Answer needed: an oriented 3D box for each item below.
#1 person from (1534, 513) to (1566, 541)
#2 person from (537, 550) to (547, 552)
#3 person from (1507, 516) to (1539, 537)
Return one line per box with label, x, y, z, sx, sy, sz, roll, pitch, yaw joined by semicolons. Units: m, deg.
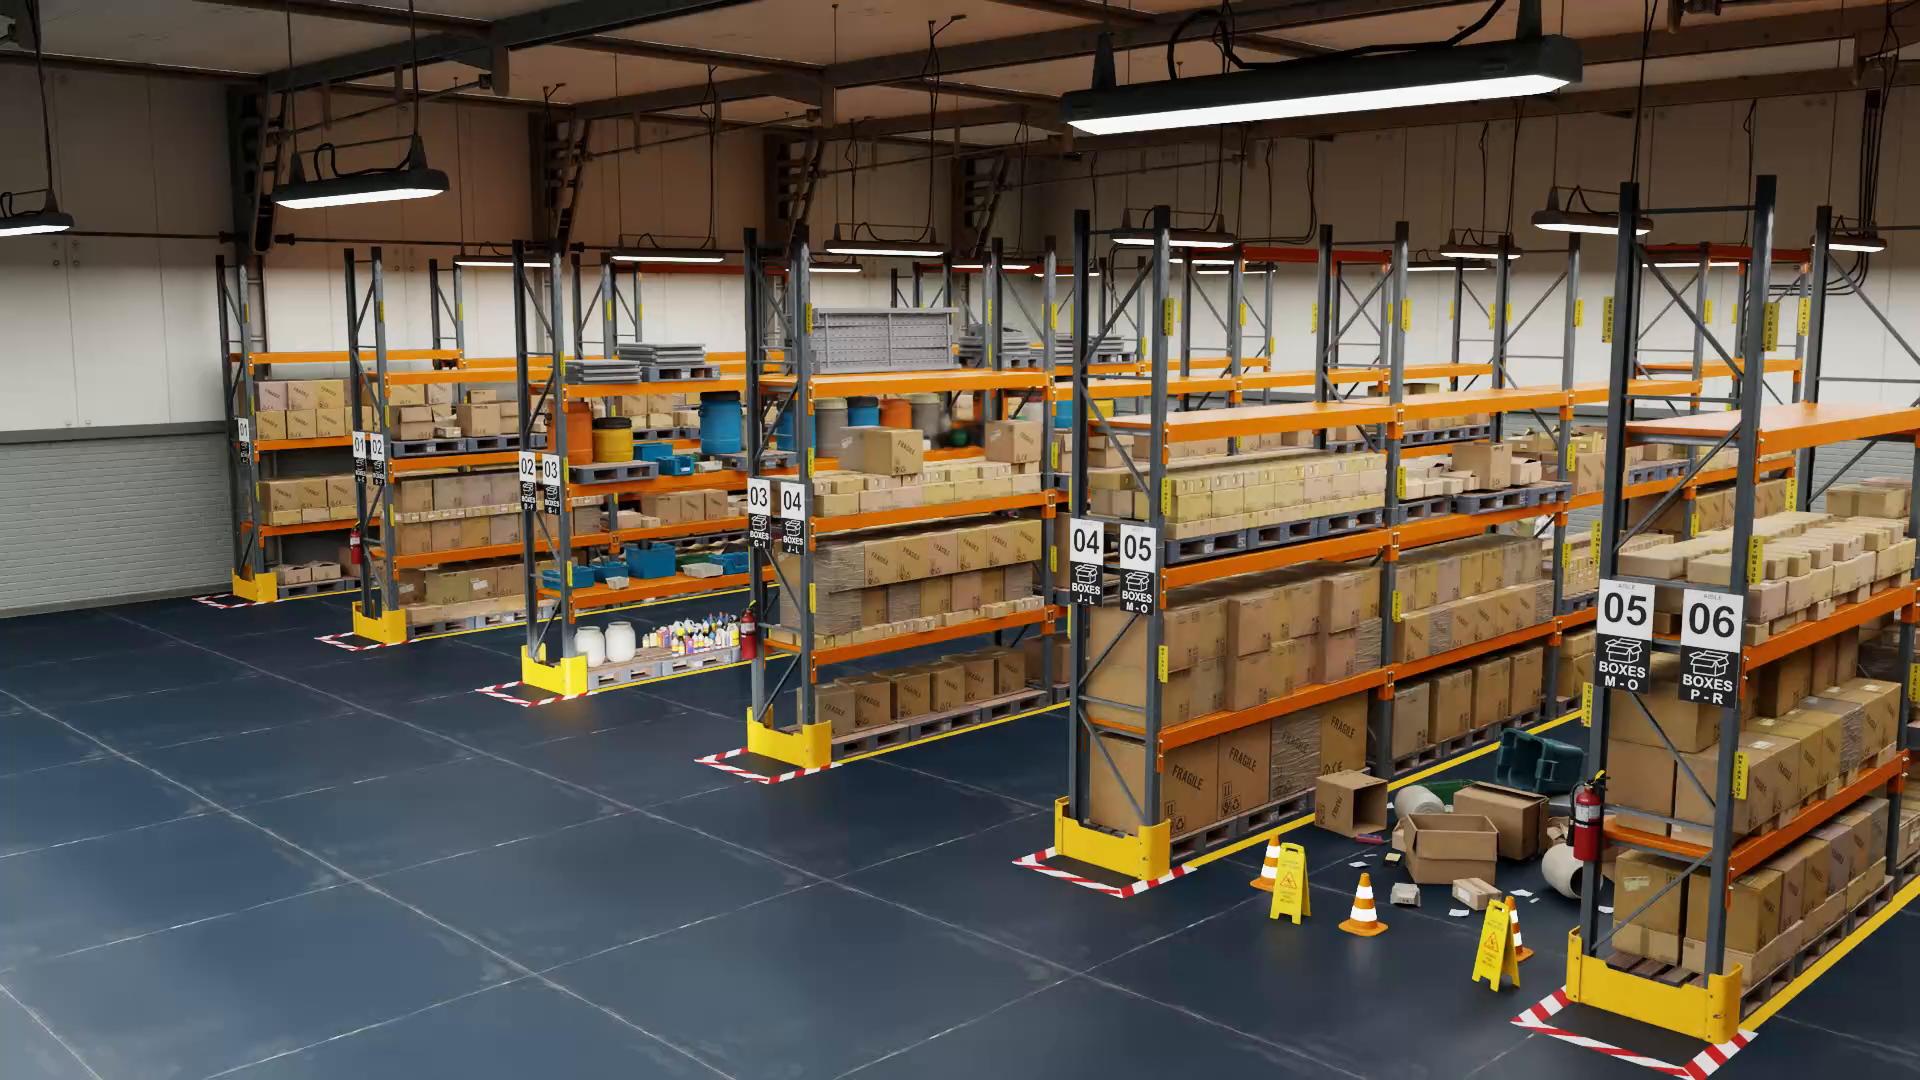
person;10.541;0.132;29.739;0.578;1.712;0.695;1;8;10
person;-7.556;0.114;29.937;0.589;1.676;0.830;7;11;41
person;10.324;0.039;30.380;0.583;1.707;0.816;-1;8;-9
